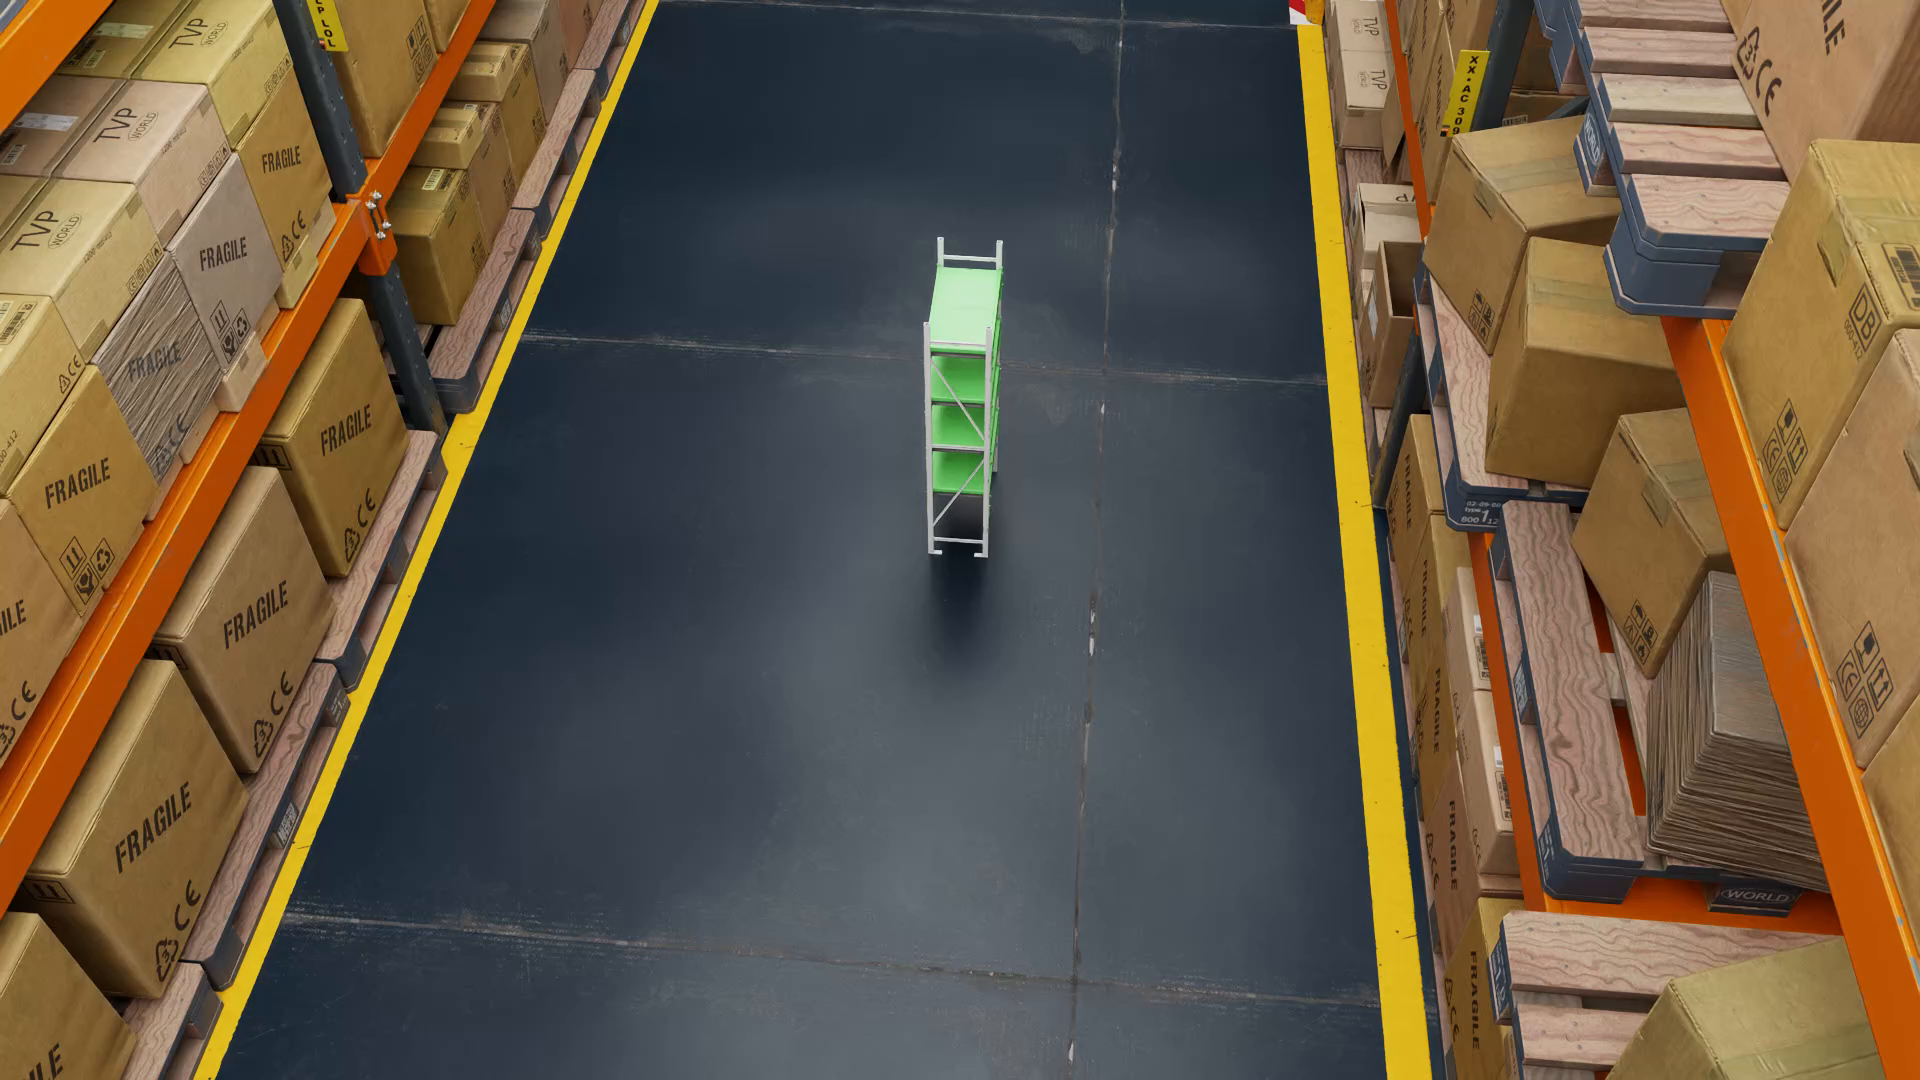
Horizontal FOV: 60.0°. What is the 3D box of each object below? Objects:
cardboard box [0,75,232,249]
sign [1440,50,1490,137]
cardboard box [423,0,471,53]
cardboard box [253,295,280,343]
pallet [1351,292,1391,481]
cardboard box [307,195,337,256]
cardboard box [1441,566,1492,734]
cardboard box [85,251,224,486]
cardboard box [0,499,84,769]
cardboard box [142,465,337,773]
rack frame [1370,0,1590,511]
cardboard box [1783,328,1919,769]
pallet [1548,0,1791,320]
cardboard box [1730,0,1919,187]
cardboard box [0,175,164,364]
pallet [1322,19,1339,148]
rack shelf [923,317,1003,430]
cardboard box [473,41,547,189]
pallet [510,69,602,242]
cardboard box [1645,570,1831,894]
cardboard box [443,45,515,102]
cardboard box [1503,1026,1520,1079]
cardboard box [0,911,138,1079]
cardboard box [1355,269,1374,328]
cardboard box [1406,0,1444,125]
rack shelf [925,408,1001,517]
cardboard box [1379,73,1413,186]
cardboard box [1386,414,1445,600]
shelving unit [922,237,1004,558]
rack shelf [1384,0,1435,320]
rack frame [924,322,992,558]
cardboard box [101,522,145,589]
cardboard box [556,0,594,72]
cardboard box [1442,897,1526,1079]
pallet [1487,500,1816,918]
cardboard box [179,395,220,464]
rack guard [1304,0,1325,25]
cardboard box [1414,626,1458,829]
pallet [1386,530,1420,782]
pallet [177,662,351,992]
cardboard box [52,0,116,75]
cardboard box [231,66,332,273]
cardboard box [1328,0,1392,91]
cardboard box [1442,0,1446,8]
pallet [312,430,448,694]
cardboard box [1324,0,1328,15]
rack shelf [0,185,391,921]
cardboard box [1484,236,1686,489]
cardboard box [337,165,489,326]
[{"bbox_3d":[-2.564,-1.139,4.994,0.500,0.250,0.500,5,48,4],"label":"cardboard box"},{"bbox_3d":[1.672,-1.473,5.504,0.100,0.325,0.005,4,48,4],"label":"sign"},{"bbox_3d":[-2.583,-2.515,6.840,0.980,0.700,0.700,3,48,3],"label":"cardboard box"},{"bbox_3d":[-2.537,-0.761,5.596,0.380,0.149,0.250,5,48,5],"label":"cardboard box"},{"bbox_3d":[2.277,-0.713,7.286,1.003,0.211,1.213,4,48,4],"label":"pallet"},{"bbox_3d":[-2.469,-1.135,5.938,0.380,0.149,0.250,4,48,4],"label":"cardboard box"},{"bbox_3d":[1.835,0.366,5.296,0.500,0.250,0.500,4,48,4],"label":"cardboard box"},{"bbox_3d":[-2.602,-0.521,4.937,0.500,0.500,0.500,4,48,4],"label":"cardboard box"},{"bbox_3d":[-2.683,0.229,4.250,0.500,0.500,0.500,4,48,3],"label":"cardboard box"},{"bbox_3d":[-2.728,0.243,5.693,0.750,0.750,0.750,5,48,5],"label":"cardboard box"},{"bbox_3d":[2.213,-1.150,5.795,1.000,3.000,0.127,4,48,4],"label":"rack frame"},{"bbox_3d":[1.901,0.046,2.601,0.910,0.500,0.500,4,48,4],"label":"cardboard box"},{"bbox_3d":[1.992,-0.862,3.626,1.213,0.211,1.003,4,48,4],"label":"pallet"},{"bbox_3d":[1.975,-1.026,3.229,0.600,0.600,0.600,2,48,2],"label":"cardboard box"},{"bbox_3d":[-2.611,-0.764,4.651,0.500,0.250,0.500,5,48,4],"label":"cardboard box"},{"bbox_3d":[2.499,-2.506,8.925,1.003,0.211,1.213,4,48,4],"label":"pallet"},{"bbox_3d":[0.015,-0.645,6.314,0.258,0.148,0.480,4,48,4],"label":"rack shelf"},{"bbox_3d":[-2.452,-2.067,8.043,0.700,0.500,0.500,5,48,4],"label":"cardboard box"},{"bbox_3d":[-2.465,-1.992,8.455,1.003,0.211,1.213,4,48,4],"label":"pallet"},{"bbox_3d":[2.067,0.484,3.948,0.700,0.500,0.500,12,49,11],"label":"cardboard box"},{"bbox_3d":[-2.290,-2.163,7.691,0.380,0.149,0.250,3,48,2],"label":"cardboard box"},{"bbox_3d":[1.701,1.487,4.271,0.500,0.250,0.500,6,48,5],"label":"cardboard box"},{"bbox_3d":[-2.887,1.511,4.533,0.750,0.750,0.750,3,48,3],"label":"cardboard box"},{"bbox_3d":[1.957,-1.054,7.341,0.380,0.149,0.250,4,48,4],"label":"cardboard box"},{"bbox_3d":[2.049,-1.947,6.456,0.500,0.500,0.500,5,48,5],"label":"cardboard box"},{"bbox_3d":[0.015,-0.321,6.669,0.258,0.148,0.480,4,48,4],"label":"rack shelf"},{"bbox_3d":[2.379,-1.837,7.817,0.797,0.503,0.637,4,48,4],"label":"cardboard box"},{"bbox_3d":[1.926,-0.116,6.245,0.500,0.500,0.500,2,48,2],"label":"cardboard box"},{"bbox_3d":[0.015,-0.527,6.444,0.258,1.200,0.503,4,48,4],"label":"shelving unit"},{"bbox_3d":[2.395,-2.377,7.405,1.077,0.370,4.000,4,48,4],"label":"rack shelf"},{"bbox_3d":[-0.007,-0.347,6.280,0.240,1.200,0.015,4,48,4],"label":"rack frame"},{"bbox_3d":[-2.664,-0.010,4.909,0.380,0.149,0.250,5,48,5],"label":"cardboard box"},{"bbox_3d":[-2.366,-2.829,8.740,0.700,0.500,0.500,4,48,3],"label":"cardboard box"},{"bbox_3d":[1.747,1.401,4.857,0.500,0.500,0.500,2,48,2],"label":"cardboard box"},{"bbox_3d":[2.021,0.425,4.485,1.003,0.211,1.213,4,48,4],"label":"pallet"},{"bbox_3d":[-2.591,-0.387,5.254,0.380,0.149,0.250,4,48,4],"label":"cardboard box"},{"bbox_3d":[2.571,-3.190,9.355,1.175,0.500,0.348,4,48,4],"label":"rack guard"},{"bbox_3d":[1.836,0.644,5.550,0.500,0.500,0.500,4,48,4],"label":"cardboard box"},{"bbox_3d":[2.177,0.391,6.275,1.003,0.211,1.213,4,48,4],"label":"pallet"},{"bbox_3d":[-2.824,0.932,5.781,1.003,0.211,1.213,4,48,4],"label":"pallet"},{"bbox_3d":[-3.022,-1.554,5.373,0.500,0.250,0.500,5,48,5],"label":"cardboard box"},{"bbox_3d":[-2.511,-1.265,5.617,0.500,0.500,0.500,3,48,3],"label":"cardboard box"},{"bbox_3d":[2.200,-2.562,8.652,0.500,0.250,0.500,4,48,4],"label":"cardboard box"},{"bbox_3d":[2.045,-2.287,6.089,0.500,0.500,0.500,3,48,3],"label":"cardboard box"},{"bbox_3d":[-2.716,0.033,6.603,1.003,0.211,1.213,4,48,4],"label":"pallet"},{"bbox_3d":[2.197,-2.991,9.113,0.380,0.149,0.250,4,48,4],"label":"cardboard box"},{"bbox_3d":[-2.903,0.232,5.018,1.077,0.370,4.000,4,48,4],"label":"rack shelf"},{"bbox_3d":[1.948,-0.483,4.832,0.700,0.500,0.500,11,48,10],"label":"cardboard box"},{"bbox_3d":[-2.550,-1.321,7.361,0.700,0.500,0.500,4,48,4],"label":"cardboard box"}]
